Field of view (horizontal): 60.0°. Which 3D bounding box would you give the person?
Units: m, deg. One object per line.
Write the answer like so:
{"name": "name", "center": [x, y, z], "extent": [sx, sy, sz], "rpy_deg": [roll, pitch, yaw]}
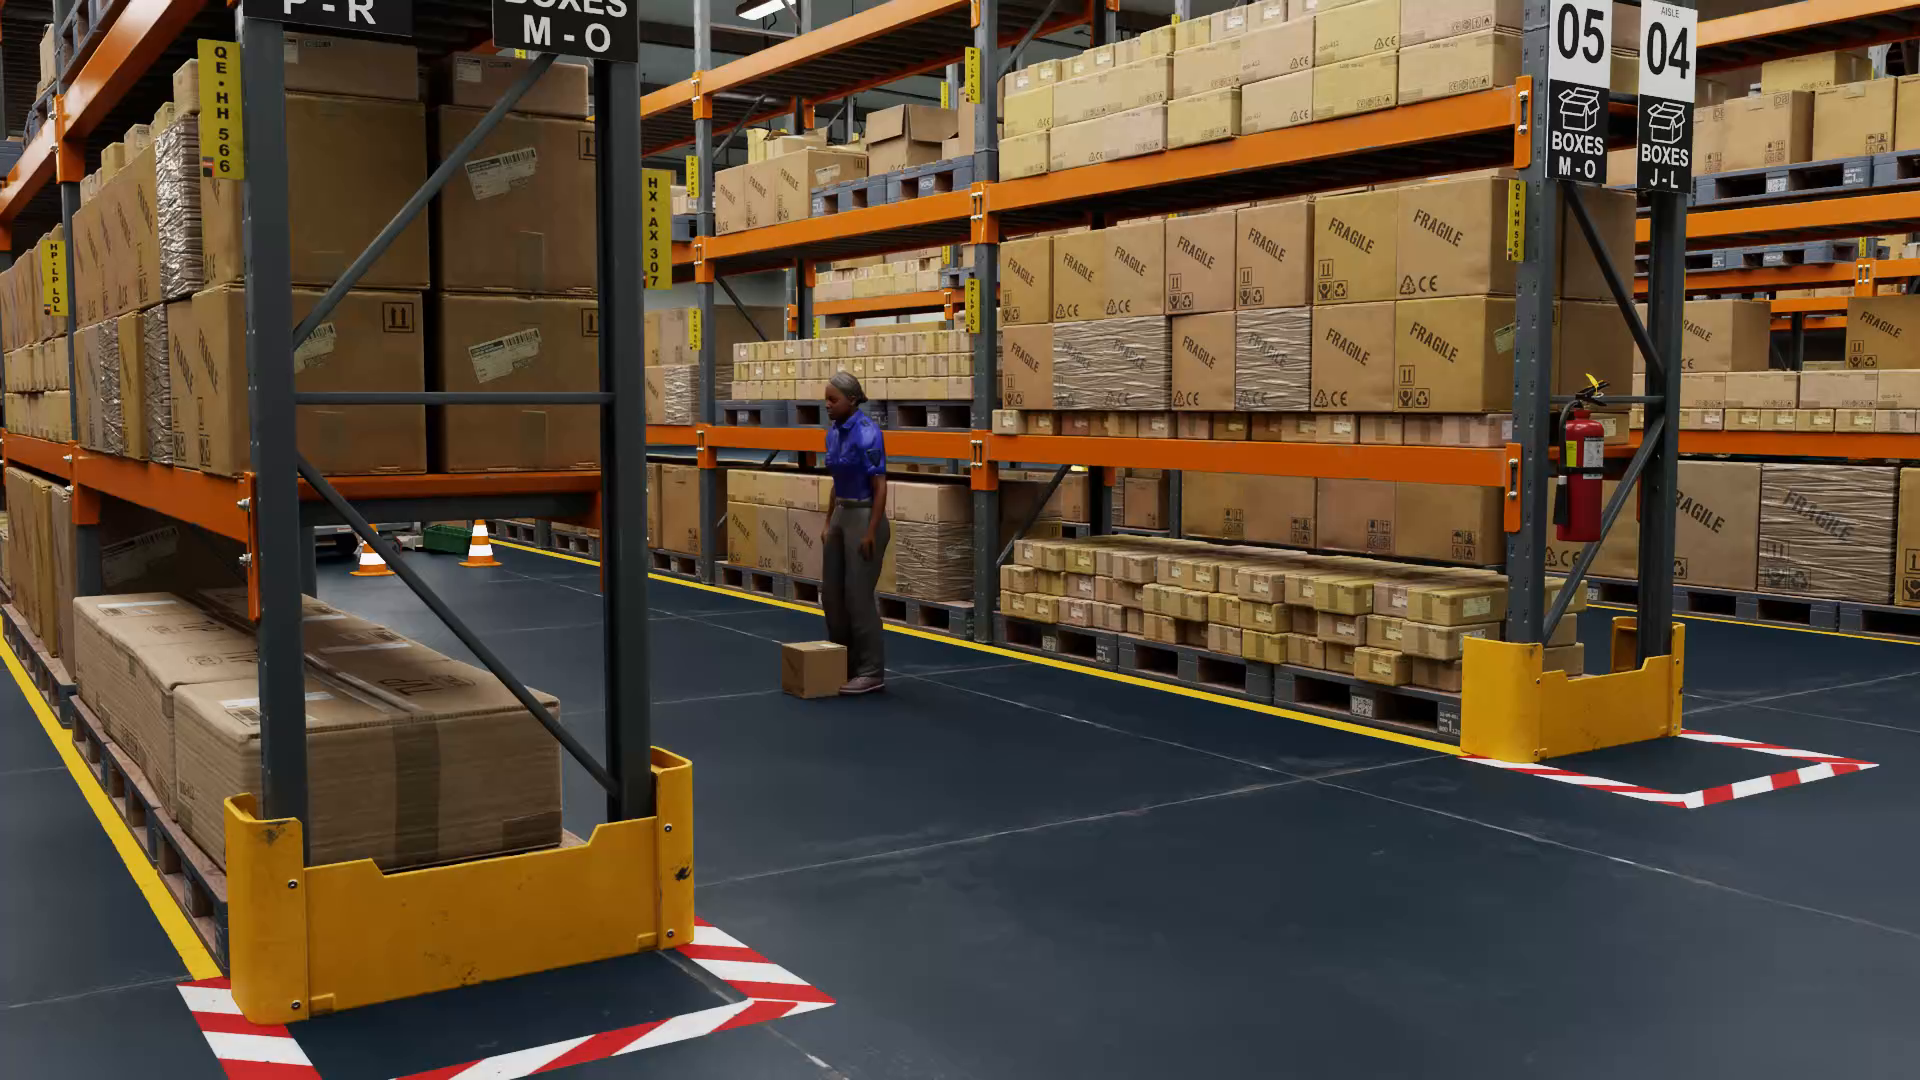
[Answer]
{"name": "person", "center": [-0.563, -0.045, 8.651], "extent": [0.347, 1.654, 0.505], "rpy_deg": [-3, 6, -35]}
